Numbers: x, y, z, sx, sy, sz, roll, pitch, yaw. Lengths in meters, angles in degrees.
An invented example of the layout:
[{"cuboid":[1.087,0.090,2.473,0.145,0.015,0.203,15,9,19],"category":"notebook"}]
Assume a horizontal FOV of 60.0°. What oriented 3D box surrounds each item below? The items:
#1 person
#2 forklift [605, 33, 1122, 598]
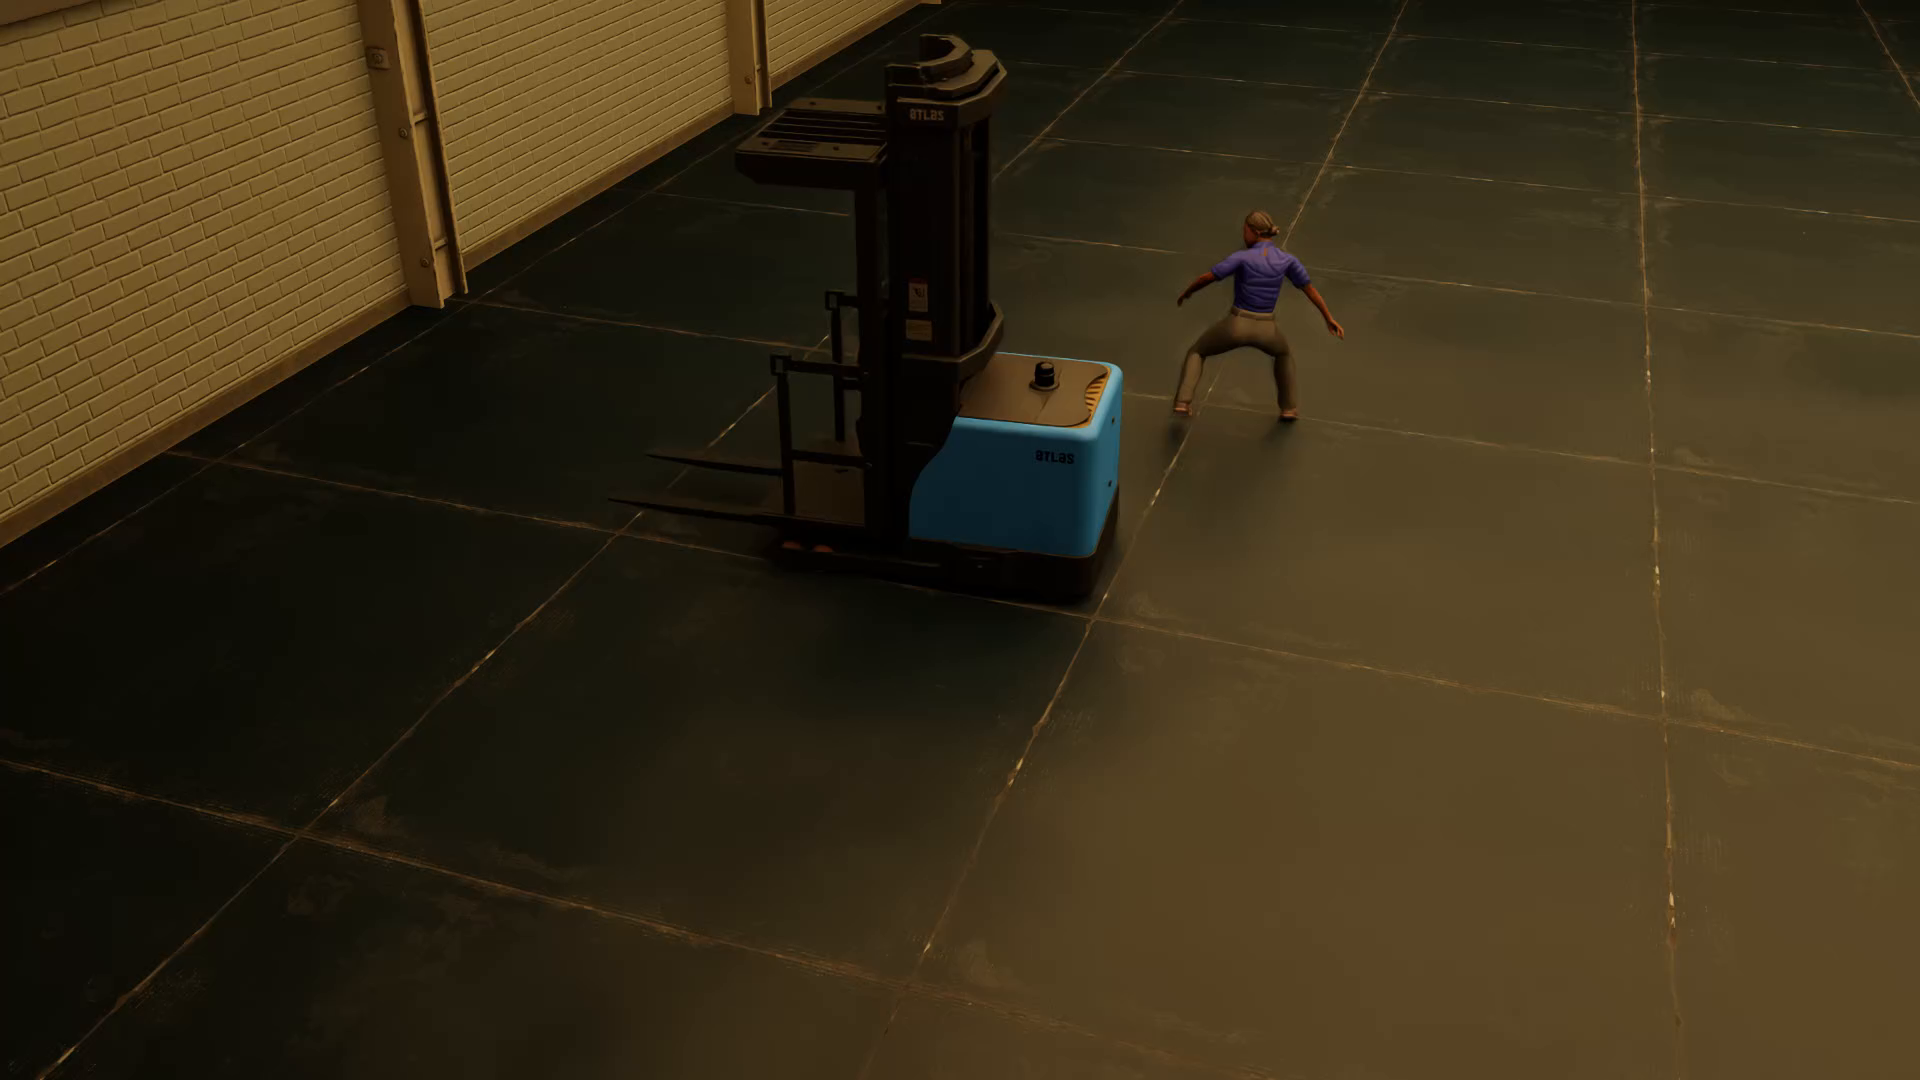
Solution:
[{"cuboid":[1.997,-1.439,11.187,1.109,1.565,0.479,0,30,0],"category":"person"},{"cuboid":[-0.609,-1.321,9.454,3.031,2.935,1.130,7,30,12],"category":"forklift"}]
